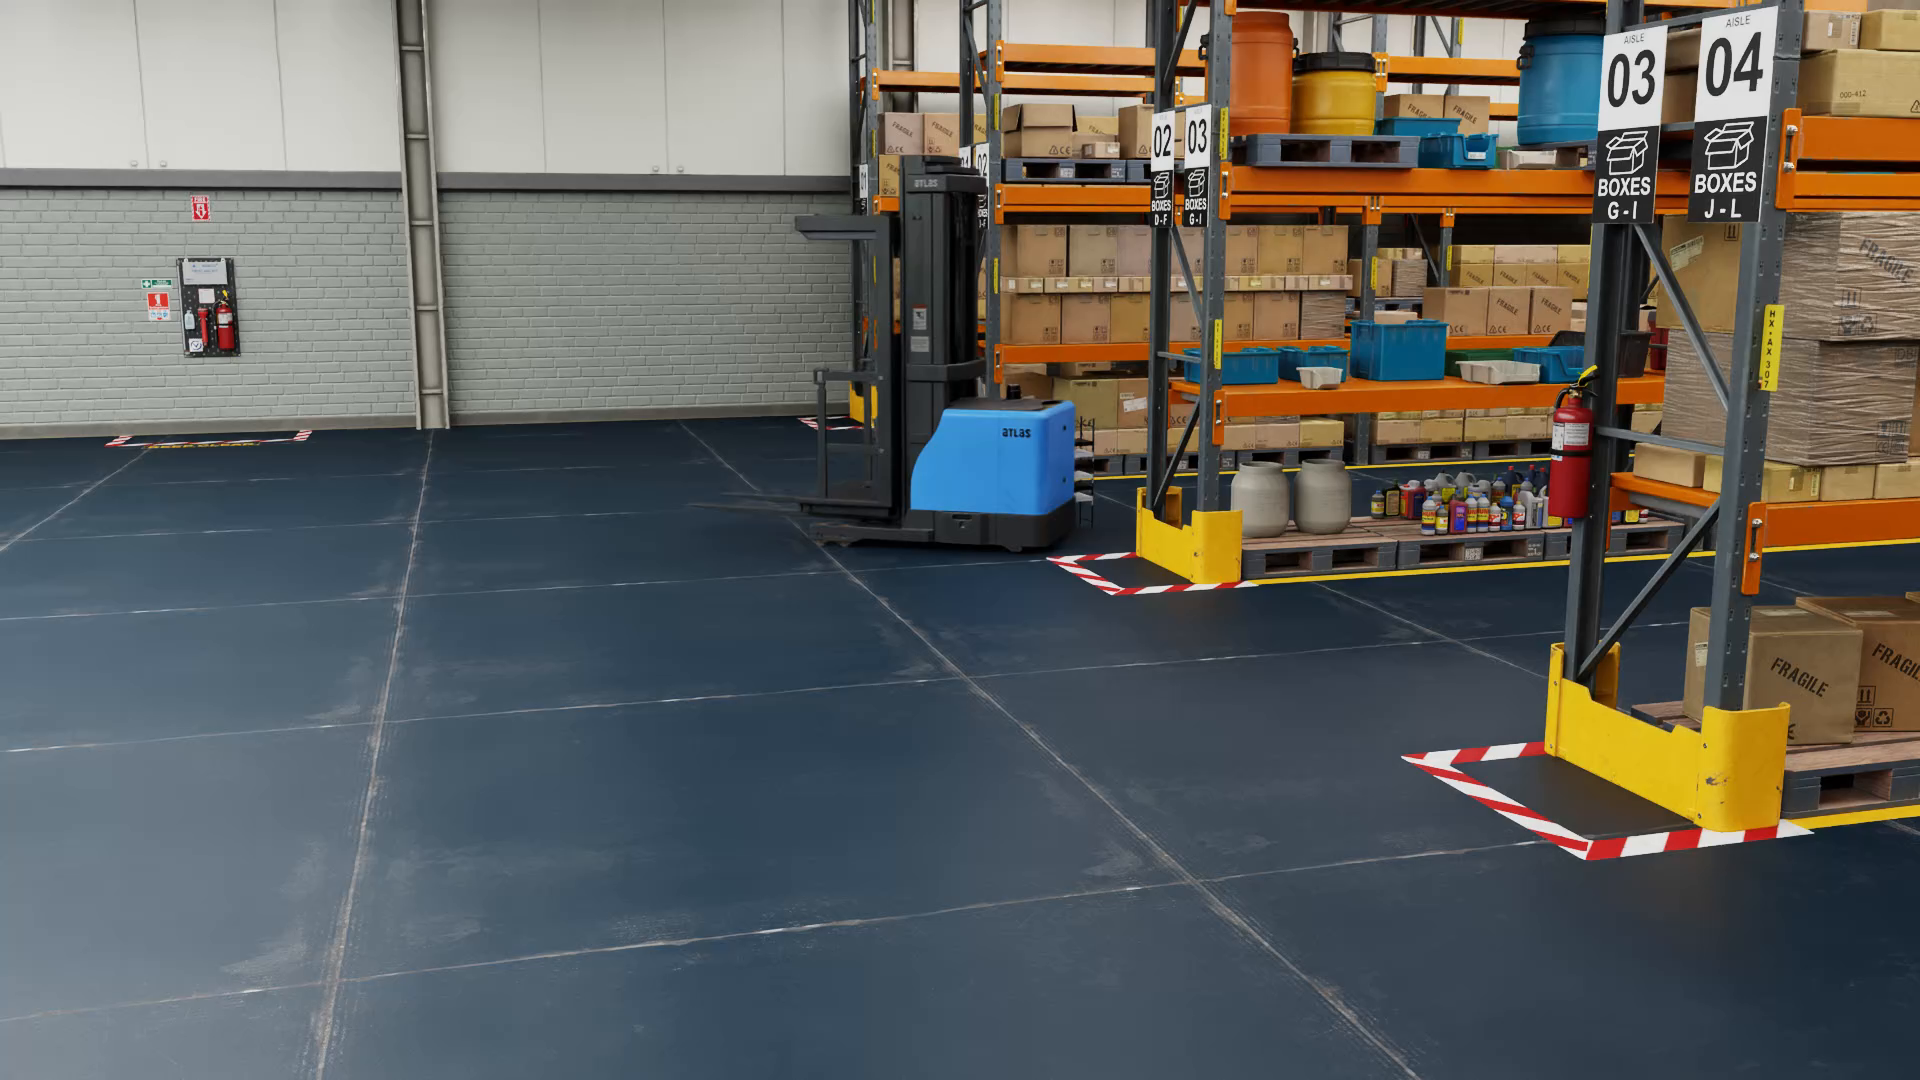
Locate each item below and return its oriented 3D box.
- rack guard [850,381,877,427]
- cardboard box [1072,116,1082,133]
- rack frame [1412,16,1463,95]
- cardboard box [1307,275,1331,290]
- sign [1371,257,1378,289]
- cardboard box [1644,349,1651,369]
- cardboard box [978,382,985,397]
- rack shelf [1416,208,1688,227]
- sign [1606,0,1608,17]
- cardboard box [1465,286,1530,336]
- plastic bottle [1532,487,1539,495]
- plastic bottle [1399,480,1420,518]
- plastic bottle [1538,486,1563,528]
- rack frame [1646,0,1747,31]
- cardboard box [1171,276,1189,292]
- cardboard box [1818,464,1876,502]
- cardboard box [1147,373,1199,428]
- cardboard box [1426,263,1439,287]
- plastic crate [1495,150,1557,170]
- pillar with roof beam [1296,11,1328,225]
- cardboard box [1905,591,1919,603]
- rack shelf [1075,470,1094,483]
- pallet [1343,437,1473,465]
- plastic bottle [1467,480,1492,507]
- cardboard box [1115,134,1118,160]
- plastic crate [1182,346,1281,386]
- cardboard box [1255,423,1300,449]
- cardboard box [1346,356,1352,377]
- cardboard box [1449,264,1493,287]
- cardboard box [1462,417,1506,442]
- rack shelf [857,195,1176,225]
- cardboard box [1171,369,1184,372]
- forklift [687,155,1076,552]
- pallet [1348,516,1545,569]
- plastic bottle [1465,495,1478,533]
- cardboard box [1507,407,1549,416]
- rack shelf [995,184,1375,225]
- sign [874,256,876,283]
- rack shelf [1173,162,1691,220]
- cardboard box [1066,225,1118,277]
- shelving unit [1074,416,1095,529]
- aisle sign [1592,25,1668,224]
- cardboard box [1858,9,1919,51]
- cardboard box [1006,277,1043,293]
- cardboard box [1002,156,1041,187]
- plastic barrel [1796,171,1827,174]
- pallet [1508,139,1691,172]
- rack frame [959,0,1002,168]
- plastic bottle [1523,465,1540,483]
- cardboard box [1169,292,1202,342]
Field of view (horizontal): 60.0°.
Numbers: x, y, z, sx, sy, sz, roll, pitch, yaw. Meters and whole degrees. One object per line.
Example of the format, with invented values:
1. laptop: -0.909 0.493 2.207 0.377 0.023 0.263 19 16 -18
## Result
1. rack guard: -1.126 -1.763 21.243 0.348 0.500 1.175 -3 11 -16
2. cardboard box: 1.215 -5.087 21.015 0.500 0.500 0.500 -3 11 -18
3. rack frame: 6.482 -6.344 22.652 0.127 3.000 1.000 -3 11 -16
4. cardboard box: 3.591 -2.635 17.008 0.250 0.149 0.380 -3 11 -17
5. sign: 4.187 -2.698 16.810 0.005 0.325 0.100 -3 11 -16
6. cardboard box: 9.735 -2.690 24.150 0.750 0.750 0.750 -3 11 -15
7. cardboard box: 0.038 -1.931 21.461 0.500 0.311 0.500 -2 11 -11
8. rack shelf: 8.403 -4.616 23.538 4.000 0.370 1.077 -3 11 -16
9. sign: 2.819 -2.414 7.142 0.005 0.325 0.100 -3 11 -16
10. cardboard box: 5.759 -2.467 17.888 0.500 0.500 0.500 -3 11 -16
11. plastic bottle: 4.325 -0.257 12.446 0.133 0.283 0.061 -3 11 -16
12. plastic bottle: 3.461 -0.320 12.810 0.135 0.276 0.152 -3 11 -16
13. plastic bottle: 4.379 -0.274 12.350 0.185 0.351 0.144 -3 11 -16
14. rack frame: 5.411 -4.419 12.197 0.127 3.000 1.000 -3 11 -16
15. cardboard box: 2.102 -2.556 16.578 0.250 0.149 0.380 -3 11 -15
16. cardboard box: 3.540 -0.264 6.891 0.250 0.149 0.380 -3 11 -16
17. cardboard box: 2.207 -1.415 16.810 0.500 0.500 0.500 -3 11 -16
18. cardboard box: 6.862 -3.669 23.536 0.500 0.500 0.500 -3 11 -16
19. plastic crate: 3.983 -2.663 11.670 0.396 0.136 0.243 -3 11 -16
20. pillar with roof beam: 6.196 -5.680 19.046 0.400 9.000 9.100 -3 11 -16
21. cardboard box: 4.730 0.524 7.659 0.500 0.500 0.500 -2 11 -11
22. rack shelf: 0.938 -0.509 13.508 0.200 0.077 0.258 -4 11 -22
23. pallet: 4.727 -1.003 17.911 1.213 0.211 1.003 -3 11 -16
24. plastic bottle: 3.996 -0.321 12.815 0.135 0.276 0.152 -3 11 -16
25. cardboard box: 1.755 -3.967 16.723 0.500 0.311 0.500 -2 11 -9
26. plastic crate: 1.967 -1.271 12.075 0.616 0.251 0.499 -3 11 -16
27. cardboard box: 3.163 -1.099 17.168 0.500 0.250 0.500 -3 11 -16
28. cardboard box: 5.279 -2.329 23.103 0.500 0.500 0.700 -3 11 -16
29. cardboard box: 7.020 -3.579 23.049 0.500 0.500 0.500 -3 11 -14
30. cardboard box: 5.474 -1.214 17.791 0.500 0.250 0.500 -3 11 -18
31. rack shelf: 0.722 -4.211 21.339 4.000 0.370 1.077 -3 11 -16
32. cardboard box: 2.537 -1.534 17.455 0.500 0.500 0.500 -3 11 -16
33. forklift: -0.653 -1.483 13.009 3.031 2.935 1.130 3 11 17
34. pallet: 3.581 -0.008 12.509 1.213 0.211 1.003 -3 11 -16
35. plastic bottle: 3.727 -0.196 12.146 0.097 0.271 0.097 0 10 0
36. cardboard box: 5.972 -1.516 17.881 0.500 0.311 0.500 -3 11 -14
37. rack shelf: 2.110 -3.350 16.663 4.000 0.370 1.077 -3 11 -16
38. sign: -1.047 -3.320 20.405 0.005 0.325 0.100 -3 11 -16
39. rack shelf: 3.491 -2.489 11.984 4.000 0.370 1.077 -3 11 -16
40. cardboard box: 1.195 -2.867 16.473 0.500 0.500 0.700 -3 11 -17
41. shelving unit: 0.938 -0.541 13.502 0.210 0.900 0.258 -4 11 -22
42. aisle sign: 2.811 -1.733 6.995 0.004 0.787 0.394 -3 11 -16
43. cardboard box: 3.560 -1.973 6.507 0.250 0.149 0.380 -3 11 -15
44. cardboard box: 0.626 -2.478 16.156 0.250 0.149 0.380 -3 11 -16
45. cardboard box: 0.724 -4.575 20.997 0.500 0.500 0.500 -2 11 -12
46. plastic barrel: 6.466 -3.287 12.948 0.600 0.901 0.600 0 10 0
47. pallet: 4.745 -2.798 12.195 1.003 0.211 1.213 -3 11 -16
48. rack frame: 0.189 -5.078 15.776 0.127 3.000 1.000 -3 11 -16
49. plastic bottle: 4.520 -0.414 13.110 0.185 0.351 0.144 -3 11 -14
50. cardboard box: 2.127 -2.277 16.855 0.500 0.500 0.700 -3 11 -14
